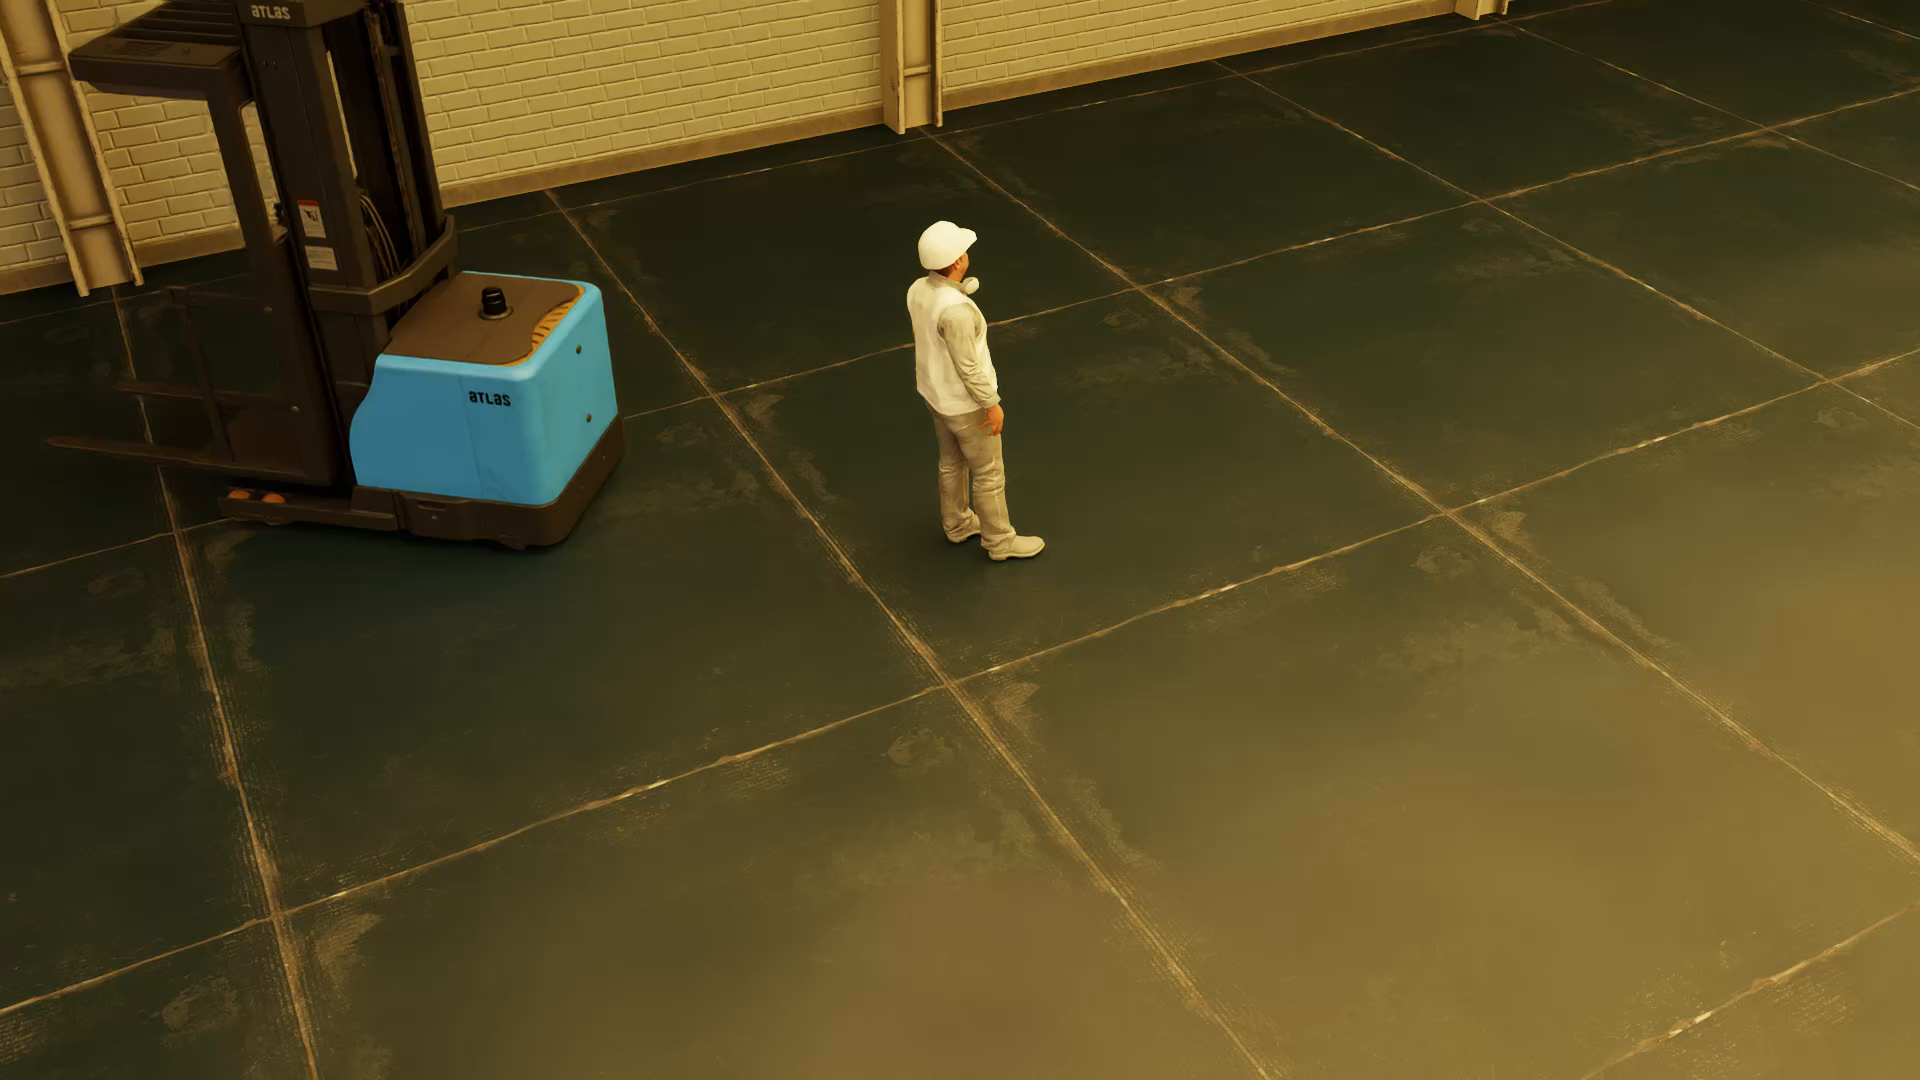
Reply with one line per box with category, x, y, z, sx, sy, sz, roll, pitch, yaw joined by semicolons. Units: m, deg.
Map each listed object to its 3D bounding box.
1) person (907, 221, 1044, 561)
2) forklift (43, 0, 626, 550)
person;0.058;-0.743;8.164;0.568;1.773;0.632;-17;39;-23
forklift;-3.431;-1.564;8.336;3.031;2.935;1.130;7;36;9
